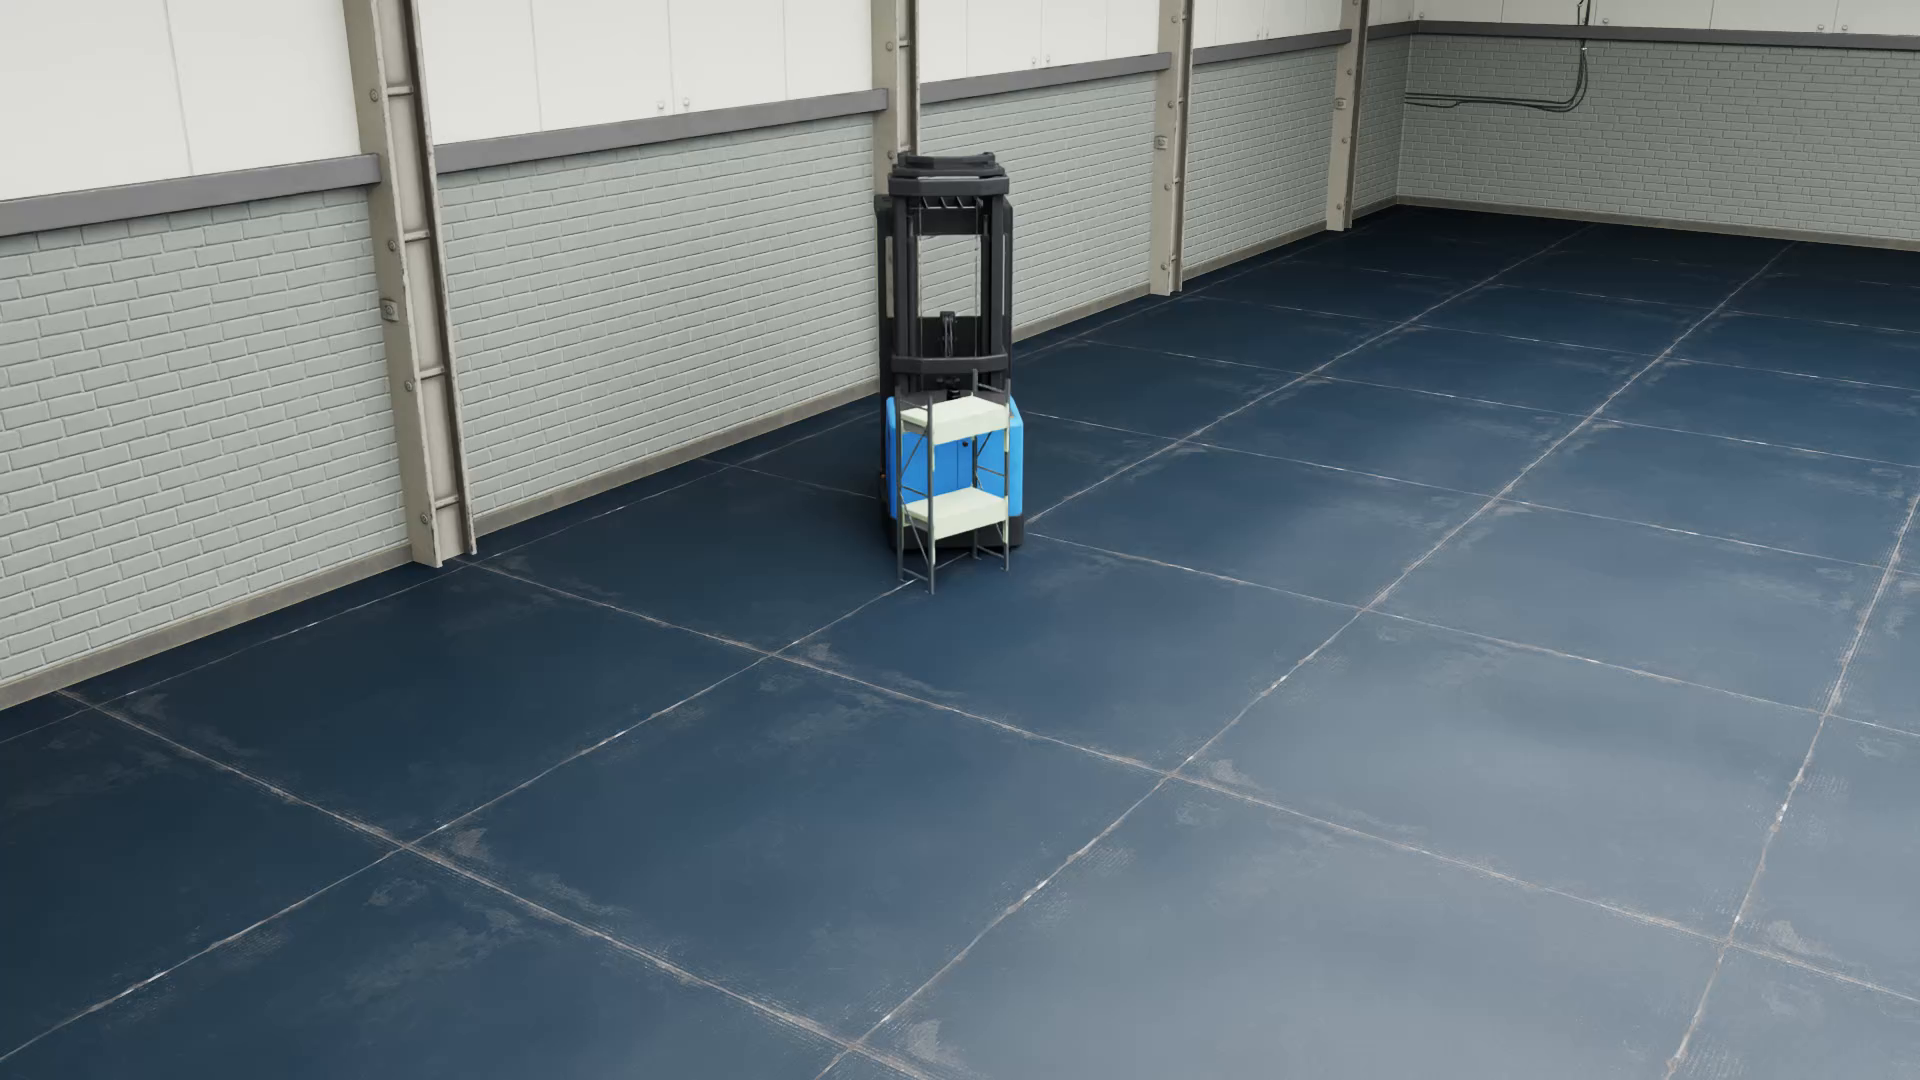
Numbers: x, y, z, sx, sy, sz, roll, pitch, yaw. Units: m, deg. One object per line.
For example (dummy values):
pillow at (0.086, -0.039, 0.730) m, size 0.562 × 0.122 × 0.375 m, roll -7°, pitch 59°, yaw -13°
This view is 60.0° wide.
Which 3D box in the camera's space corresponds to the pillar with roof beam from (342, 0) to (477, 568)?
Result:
pillar with roof beam at (-0.448, -3.255, 9.093) m, size 9.100 × 9.000 × 0.400 m, roll 13°, pitch 24°, yaw 32°

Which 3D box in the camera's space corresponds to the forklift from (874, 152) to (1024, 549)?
forklift at (-0.141, -1.773, 13.833) m, size 1.130 × 2.935 × 3.031 m, roll -2°, pitch 20°, yaw -4°

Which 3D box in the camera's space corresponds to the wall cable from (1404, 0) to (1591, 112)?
wall cable at (8.860, -8.390, 27.451) m, size 3.097 × 2.526 × 0.112 m, roll 13°, pitch 24°, yaw 32°

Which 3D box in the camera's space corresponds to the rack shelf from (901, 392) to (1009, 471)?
rack shelf at (-0.050, -0.798, 12.136) m, size 0.720 × 0.370 × 0.431 m, roll -16°, pitch 26°, yaw -37°

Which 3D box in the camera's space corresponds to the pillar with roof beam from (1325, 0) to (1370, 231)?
pillar with roof beam at (9.670, -8.419, 23.055) m, size 9.100 × 9.000 × 0.400 m, roll 13°, pitch 24°, yaw 32°

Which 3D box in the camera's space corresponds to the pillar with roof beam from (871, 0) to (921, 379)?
pillar with roof beam at (2.925, -4.976, 13.747) m, size 9.100 × 9.000 × 0.400 m, roll 13°, pitch 24°, yaw 32°

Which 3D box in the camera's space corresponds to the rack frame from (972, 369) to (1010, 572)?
rack frame at (0.230, -0.514, 12.492) m, size 0.023 × 1.500 × 0.400 m, roll -16°, pitch 26°, yaw -37°

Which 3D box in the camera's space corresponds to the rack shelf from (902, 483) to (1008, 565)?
rack shelf at (-0.050, -0.126, 12.384) m, size 0.720 × 0.370 × 0.431 m, roll -16°, pitch 26°, yaw -37°

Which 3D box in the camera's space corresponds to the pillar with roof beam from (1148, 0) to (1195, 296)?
pillar with roof beam at (6.297, -6.698, 18.401) m, size 9.100 × 9.000 × 0.400 m, roll 13°, pitch 24°, yaw 32°

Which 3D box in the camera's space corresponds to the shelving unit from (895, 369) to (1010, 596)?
shelving unit at (-0.050, -0.432, 12.271) m, size 0.755 × 1.500 × 0.431 m, roll -16°, pitch 26°, yaw -37°

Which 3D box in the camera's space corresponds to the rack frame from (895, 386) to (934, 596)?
rack frame at (-0.330, -0.350, 12.050) m, size 0.023 × 1.500 × 0.400 m, roll -16°, pitch 26°, yaw -37°
